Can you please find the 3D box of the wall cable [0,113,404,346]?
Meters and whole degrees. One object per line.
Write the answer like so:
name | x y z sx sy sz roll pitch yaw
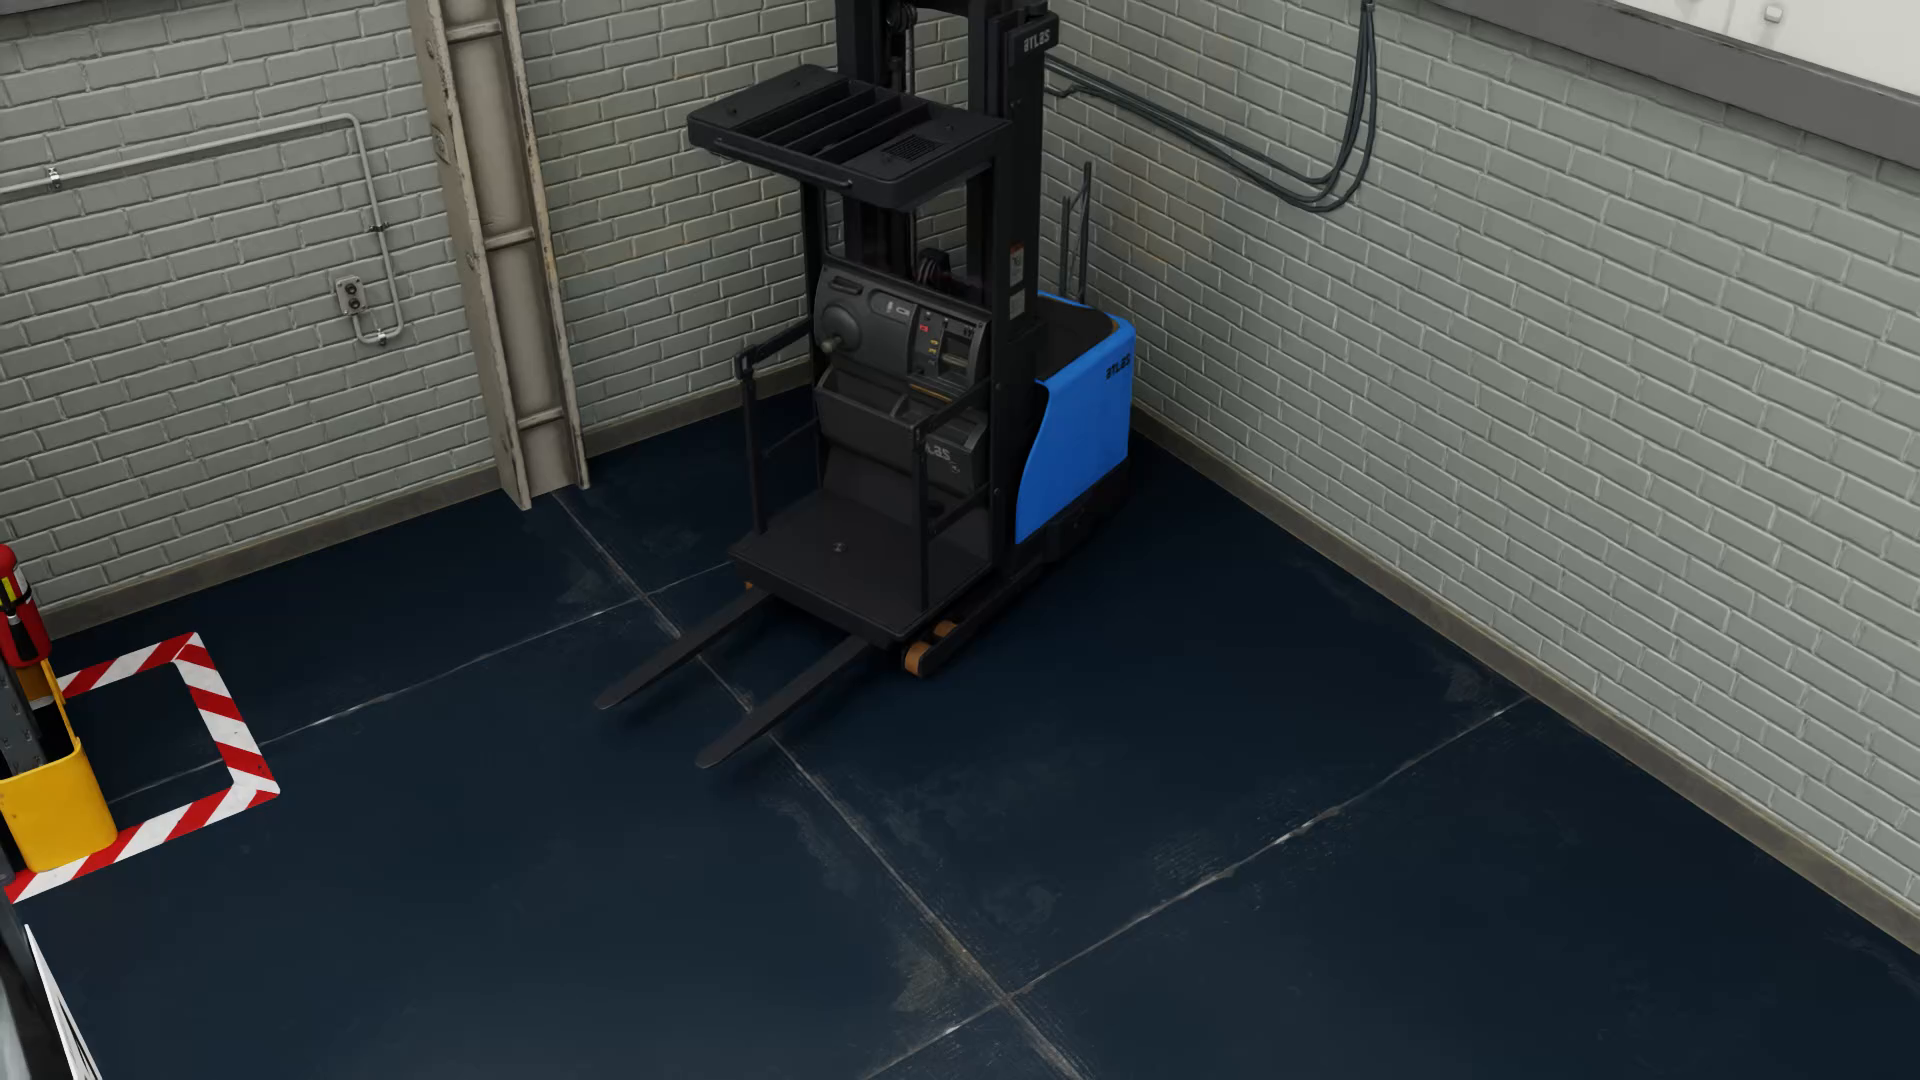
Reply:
wall cable | -3.443 -1.484 7.188 1.851 1.984 0.084 -22 41 -28

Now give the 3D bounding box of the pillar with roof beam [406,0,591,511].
pillar with roof beam | 0.244 -1.891 3.486 0.400 9.000 9.100 -22 41 -28

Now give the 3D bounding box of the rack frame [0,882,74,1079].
rack frame | -1.088 -0.262 1.221 0.127 3.000 1.000 -22 41 -28

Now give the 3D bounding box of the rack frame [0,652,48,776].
rack frame | -3.945 -0.189 6.258 0.127 3.000 1.000 -22 41 -28

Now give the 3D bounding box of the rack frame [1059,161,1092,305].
rack frame | 0.606 -1.248 9.015 0.032 1.500 0.500 10 37 14

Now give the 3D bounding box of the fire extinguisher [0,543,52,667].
fire extinguisher | -3.556 0.163 6.154 0.183 0.674 0.296 -22 41 -28

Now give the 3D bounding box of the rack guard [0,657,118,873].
rack guard | -3.925 0.817 6.999 0.348 0.500 1.175 -22 41 -28

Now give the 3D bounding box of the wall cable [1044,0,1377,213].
wall cable | 0.884 -3.096 7.821 0.112 2.526 3.097 -22 41 -28

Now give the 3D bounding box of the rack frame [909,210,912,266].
rack frame | -0.364 -1.427 9.263 0.032 1.500 0.500 10 37 14

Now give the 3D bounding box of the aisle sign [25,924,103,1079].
aisle sign | -1.201 0.955 2.440 0.004 0.787 0.394 -22 41 -28

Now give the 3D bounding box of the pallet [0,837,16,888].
pallet | -4.553 1.249 6.646 1.213 0.211 1.003 -22 41 -28

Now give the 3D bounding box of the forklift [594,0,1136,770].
forklift | -0.404 -0.883 7.281 1.130 2.935 3.031 24 42 29

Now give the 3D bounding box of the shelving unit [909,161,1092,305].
shelving unit | 0.121 -1.338 9.139 1.048 1.500 0.538 10 37 14
